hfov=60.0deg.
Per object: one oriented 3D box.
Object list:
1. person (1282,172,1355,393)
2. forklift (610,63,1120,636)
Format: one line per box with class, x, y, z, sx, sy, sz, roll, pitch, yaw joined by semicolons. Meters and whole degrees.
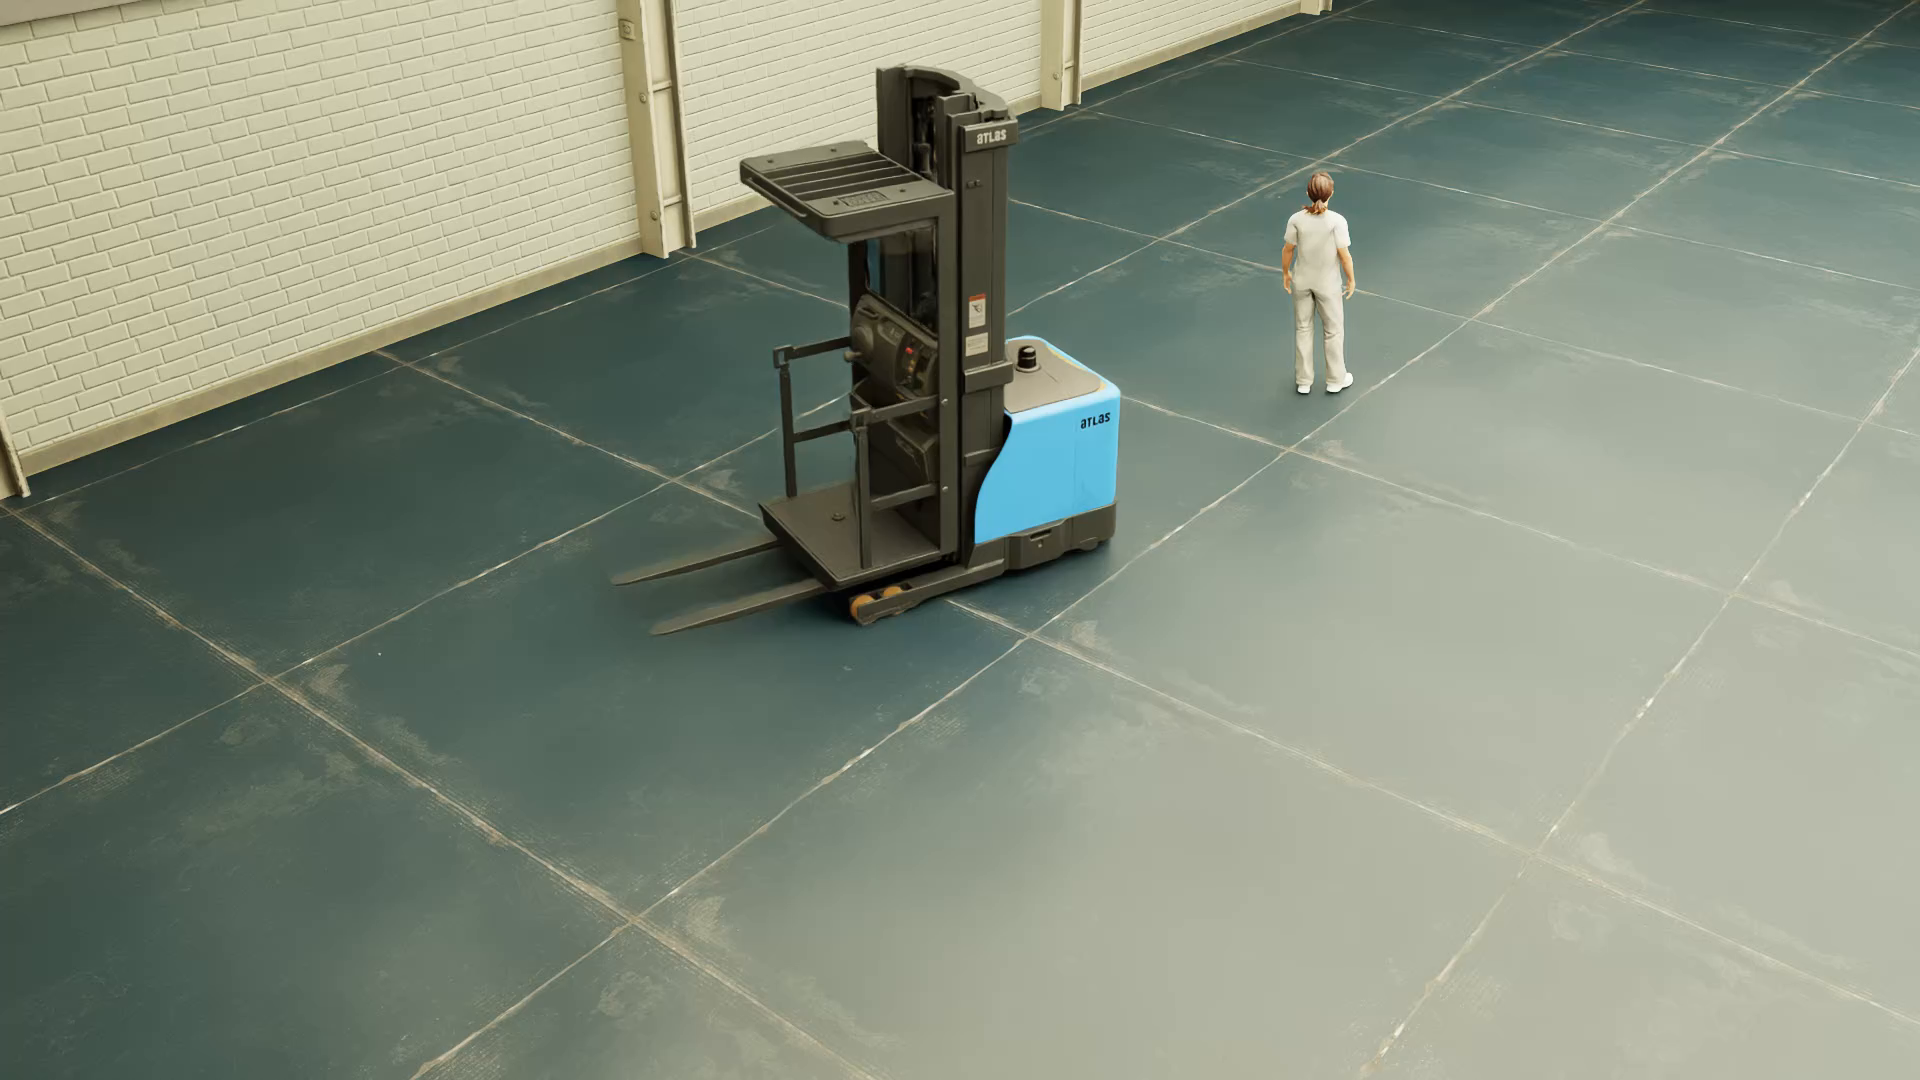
person;2.604;-1.866;12.018;0.549;1.675;0.549;15;33;24
forklift;-0.559;-1.079;9.442;3.031;2.935;1.130;-16;34;-26
